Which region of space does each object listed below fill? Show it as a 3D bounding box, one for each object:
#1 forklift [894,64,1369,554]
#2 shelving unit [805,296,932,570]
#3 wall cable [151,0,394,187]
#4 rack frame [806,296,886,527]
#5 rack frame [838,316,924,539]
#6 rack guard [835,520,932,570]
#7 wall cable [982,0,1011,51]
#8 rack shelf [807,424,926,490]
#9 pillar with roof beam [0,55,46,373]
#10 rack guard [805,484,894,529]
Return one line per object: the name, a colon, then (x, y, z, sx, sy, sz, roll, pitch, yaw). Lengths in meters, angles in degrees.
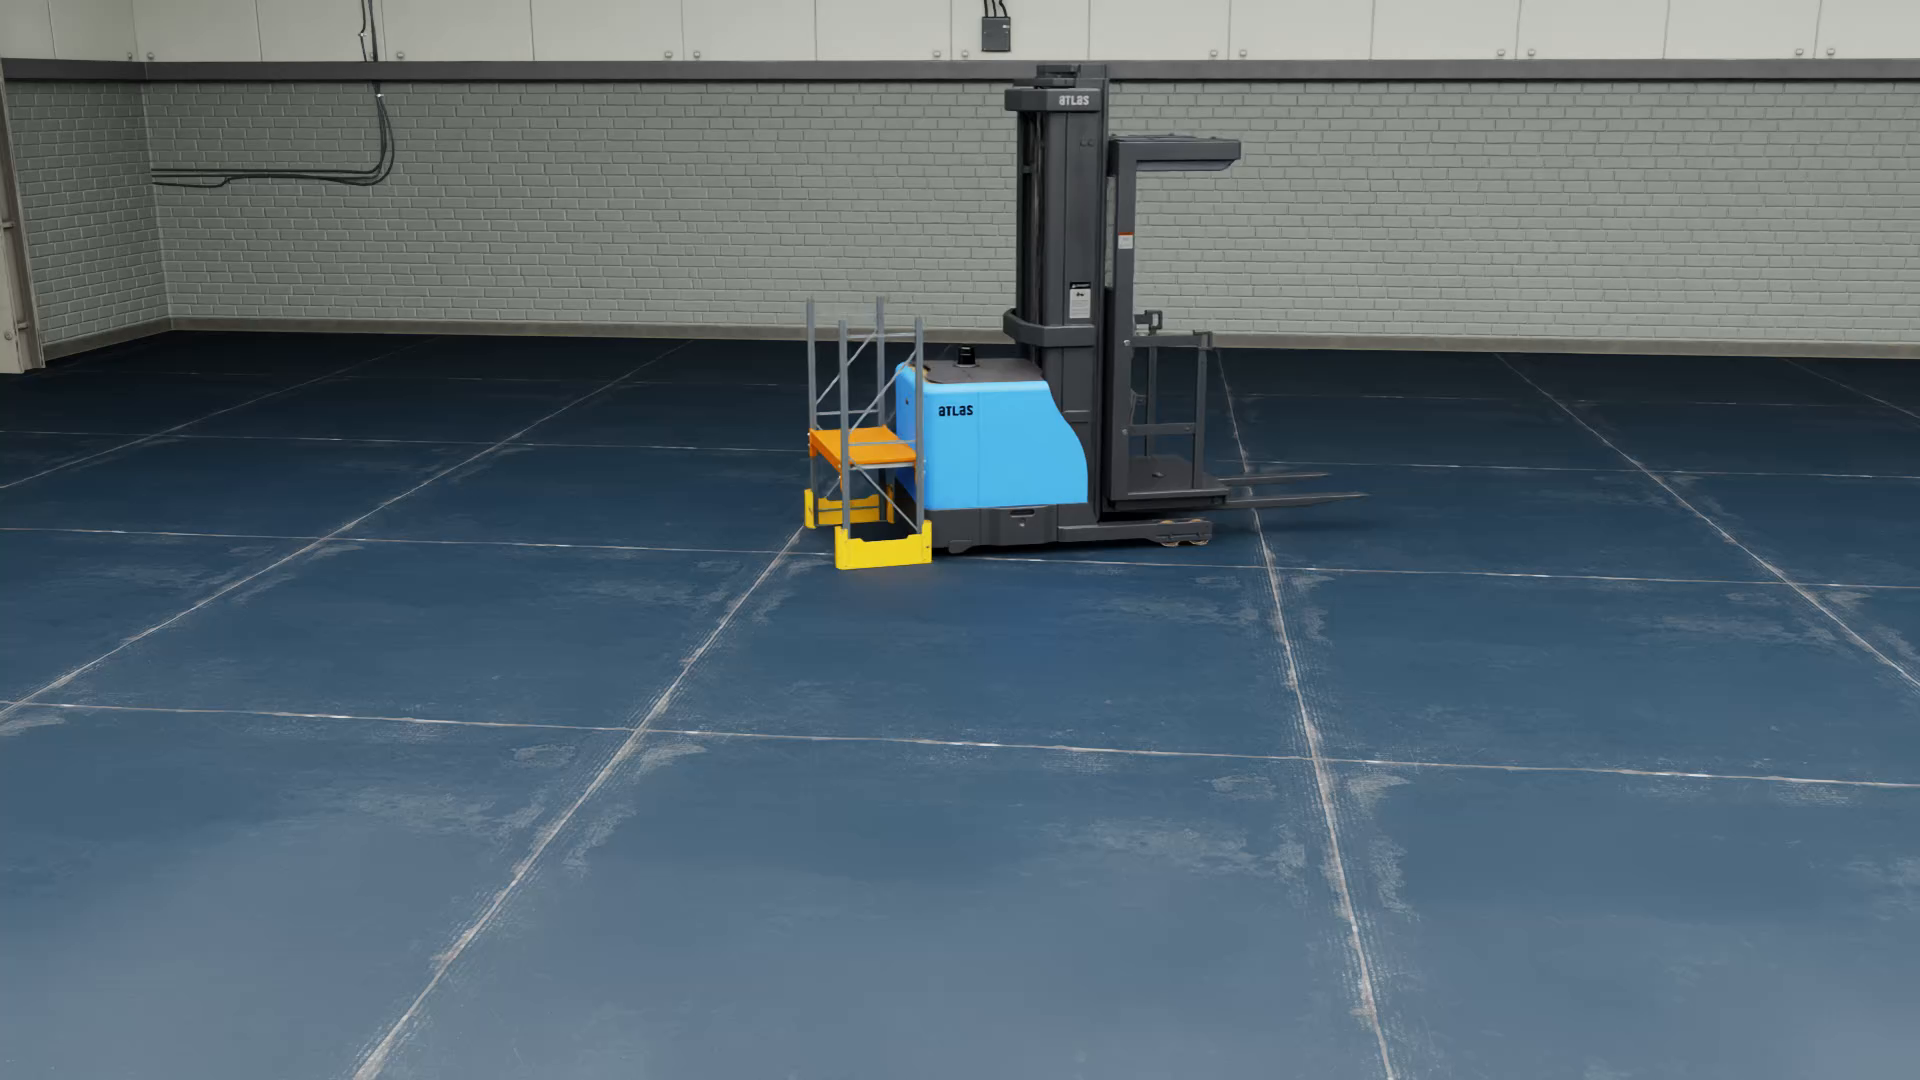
forklift: (1.135, -1.502, 10.603, 3.031, 2.935, 1.130, -3, 15, -11)
shelving unit: (-0.597, -0.700, 10.378, 0.587, 1.500, 1.083, -4, 16, -15)
wall cable: (-8.046, -5.323, 19.055, 3.097, 2.526, 0.112, 2, 15, 6)
rack frame: (-0.737, -0.830, 10.859, 0.500, 1.500, 0.032, -4, 16, -15)
rack frame: (-0.463, -0.575, 9.914, 0.500, 1.500, 0.032, -4, 16, -15)
rack guard: (-0.463, 0.028, 10.078, 0.587, 0.250, 0.087, -4, 16, -15)
wall cable: (1.385, -8.179, 17.156, 2.305, 6.003, 0.169, 2, 15, 6)
rack shelf: (-0.600, -0.529, 10.433, 0.538, 0.185, 1.000, -4, 16, -15)
pillar with roof beam: (-5.415, -5.970, 15.499, 9.100, 9.000, 0.400, 2, 15, 6)
rack guard: (-0.731, -0.222, 11.004, 0.587, 0.250, 0.087, -4, 16, -15)
